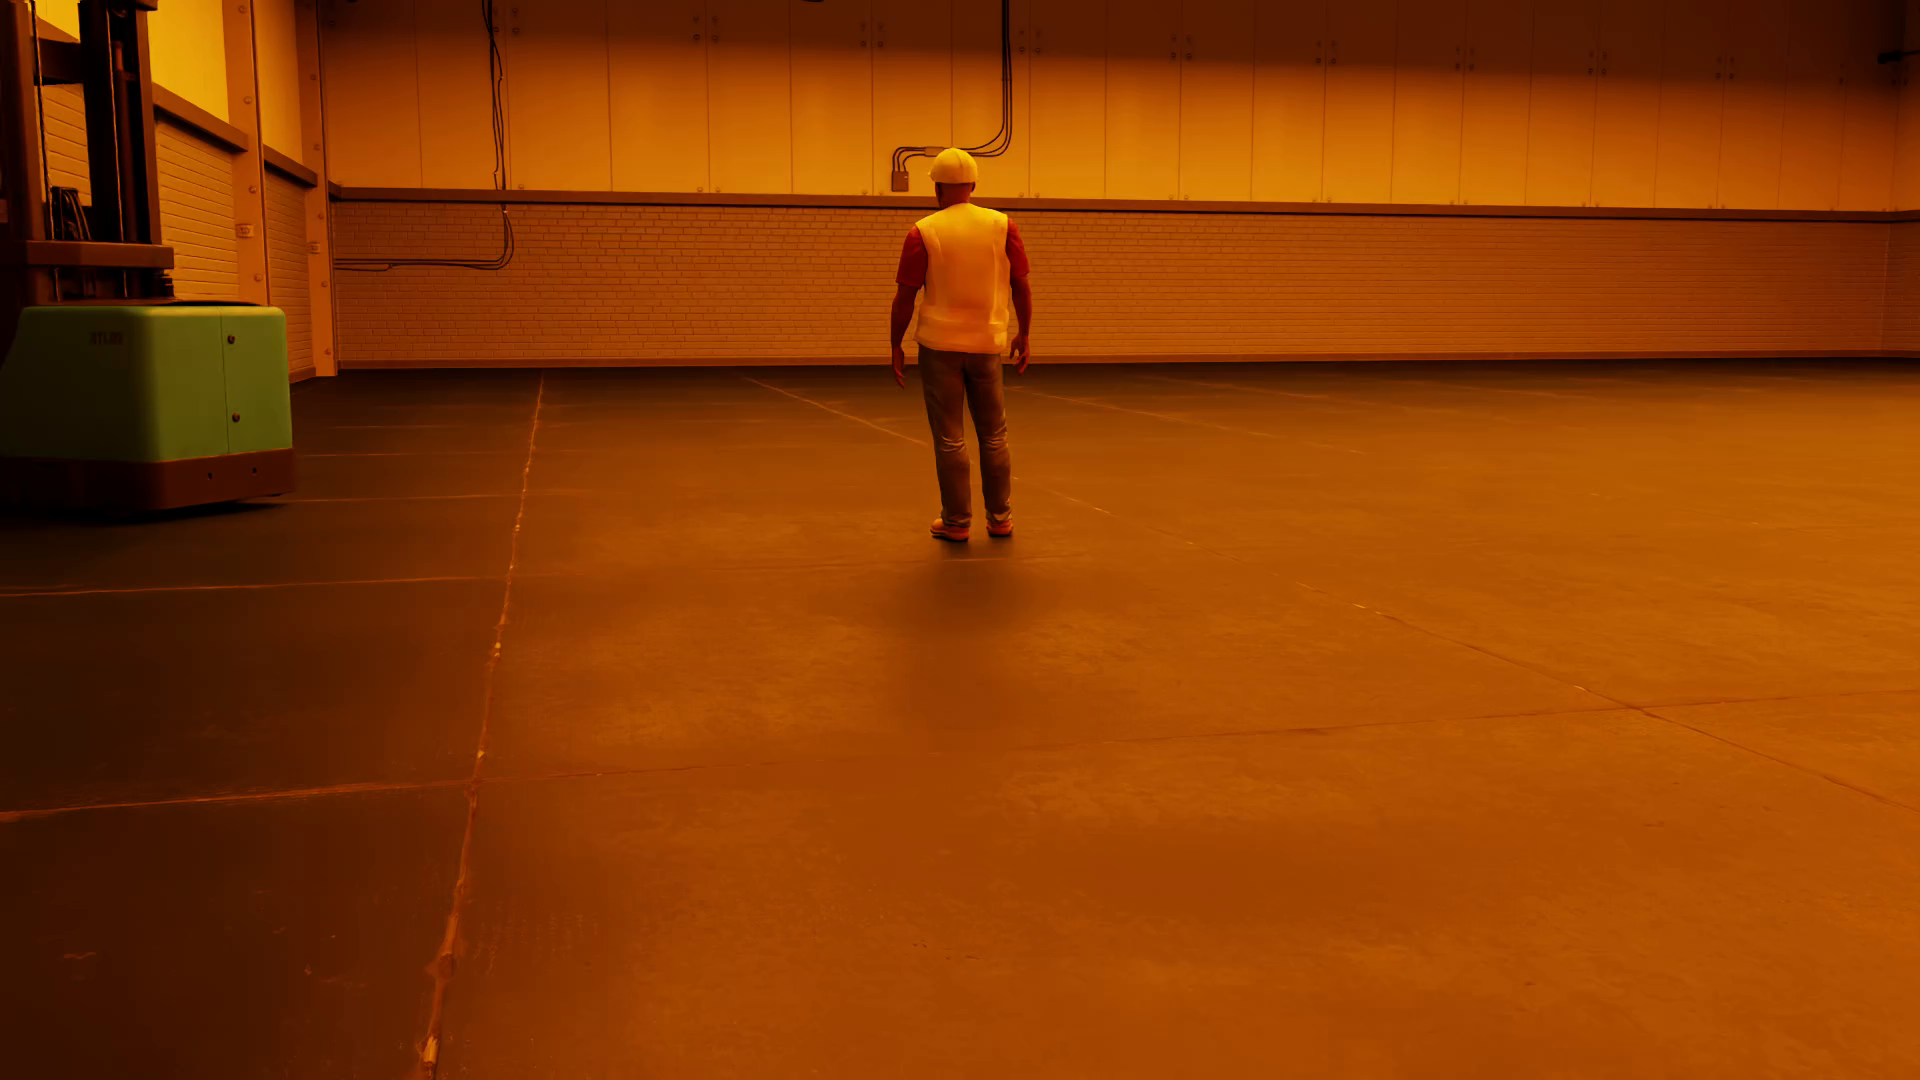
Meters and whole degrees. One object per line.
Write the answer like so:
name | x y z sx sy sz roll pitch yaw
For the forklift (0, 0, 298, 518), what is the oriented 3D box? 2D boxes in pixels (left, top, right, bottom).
forklift | -5.200 -1.665 9.028 3.031 2.935 1.130 3 9 21

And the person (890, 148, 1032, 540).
person | -0.010 -0.891 7.652 0.665 1.765 0.577 -2 8 -13
